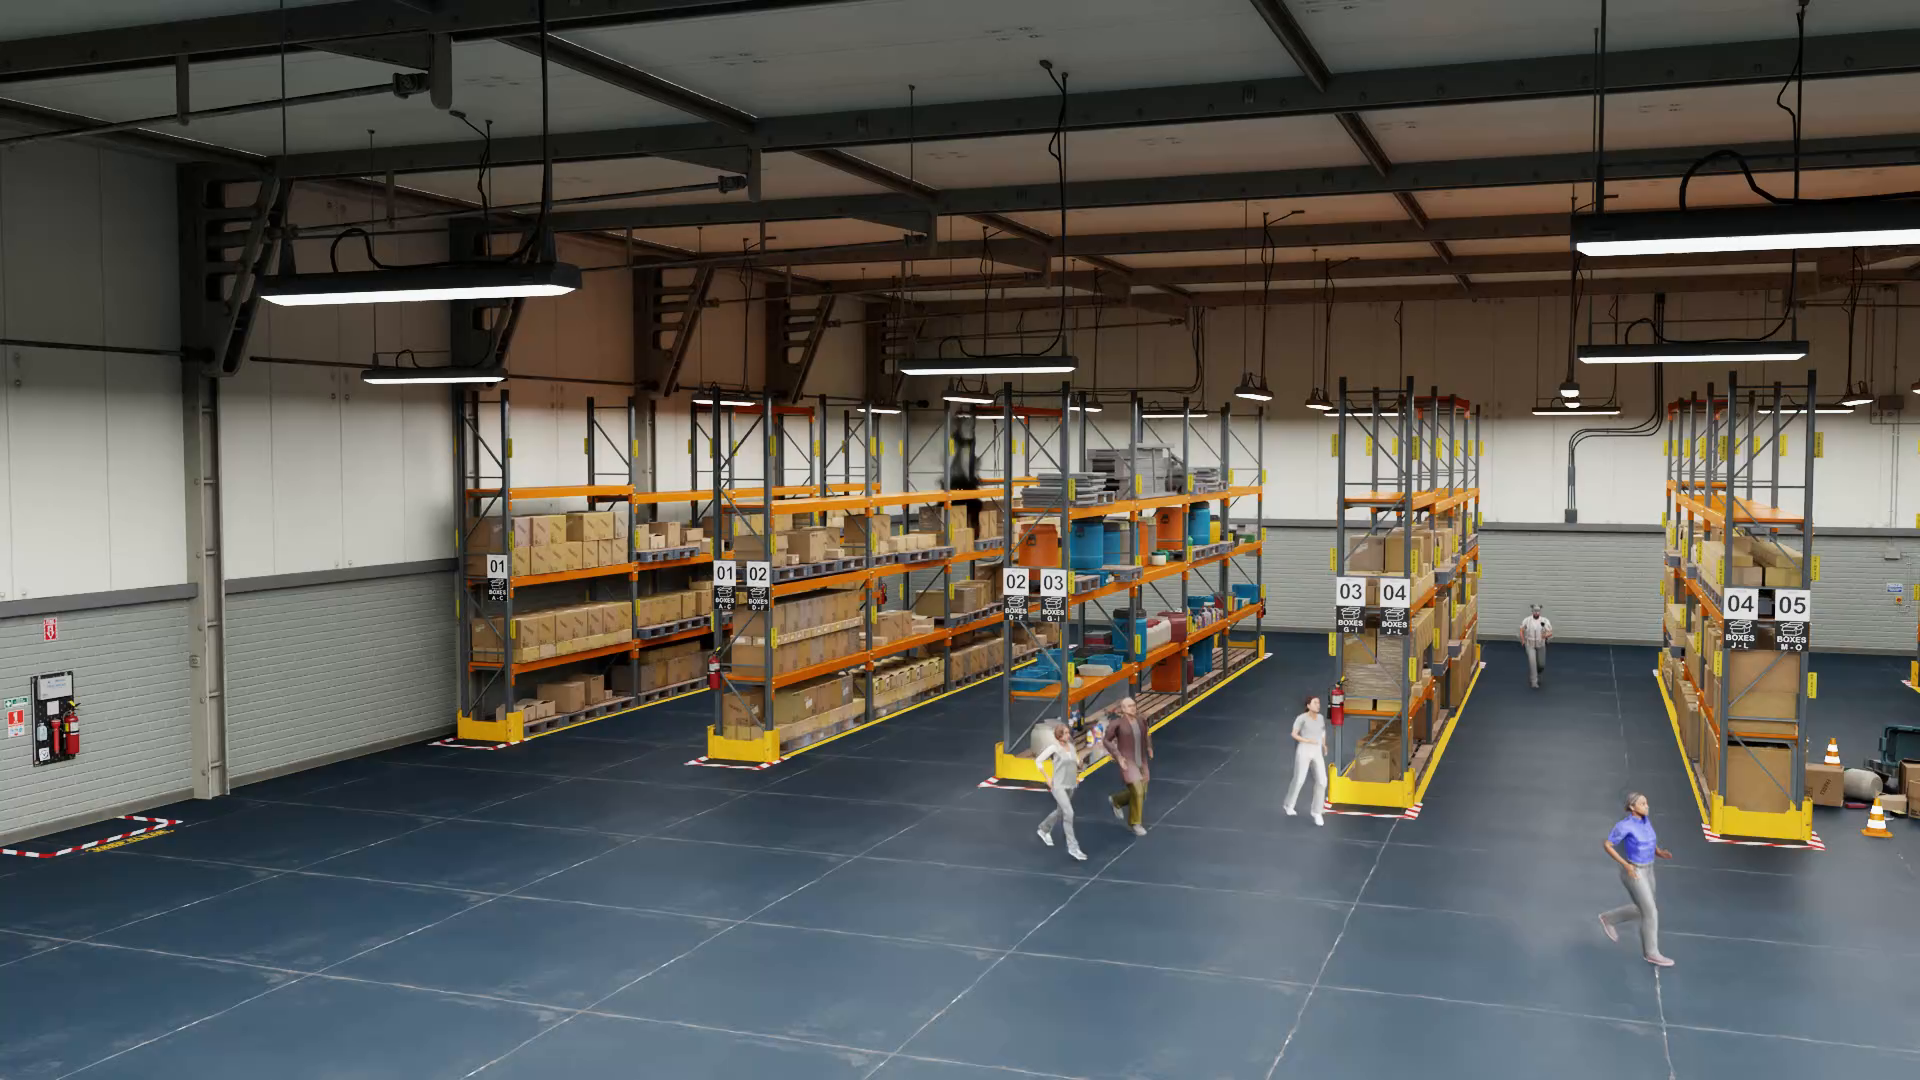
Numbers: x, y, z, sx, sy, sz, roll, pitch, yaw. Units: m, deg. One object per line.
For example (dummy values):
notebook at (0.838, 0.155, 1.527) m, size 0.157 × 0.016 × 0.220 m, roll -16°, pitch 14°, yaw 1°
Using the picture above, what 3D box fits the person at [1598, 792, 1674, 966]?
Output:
person at (6.625, 3.283, 16.306) m, size 0.588 × 1.623 × 0.832 m, roll -2°, pitch 4°, yaw -38°

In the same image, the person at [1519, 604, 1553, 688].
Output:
person at (12.076, 2.199, 34.880) m, size 0.666 × 1.751 × 0.788 m, roll 1°, pitch 3°, yaw 17°

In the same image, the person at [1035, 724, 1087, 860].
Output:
person at (1.250, 3.053, 20.421) m, size 0.867 × 1.601 × 0.528 m, roll 3°, pitch 4°, yaw 44°

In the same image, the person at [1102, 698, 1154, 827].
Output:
person at (2.205, 2.894, 21.782) m, size 0.701 × 1.677 × 0.635 m, roll -2°, pitch 4°, yaw -33°

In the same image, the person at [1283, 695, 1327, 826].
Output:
person at (4.724, 2.928, 22.375) m, size 0.589 × 1.708 × 0.728 m, roll -1°, pitch 3°, yaw -18°
